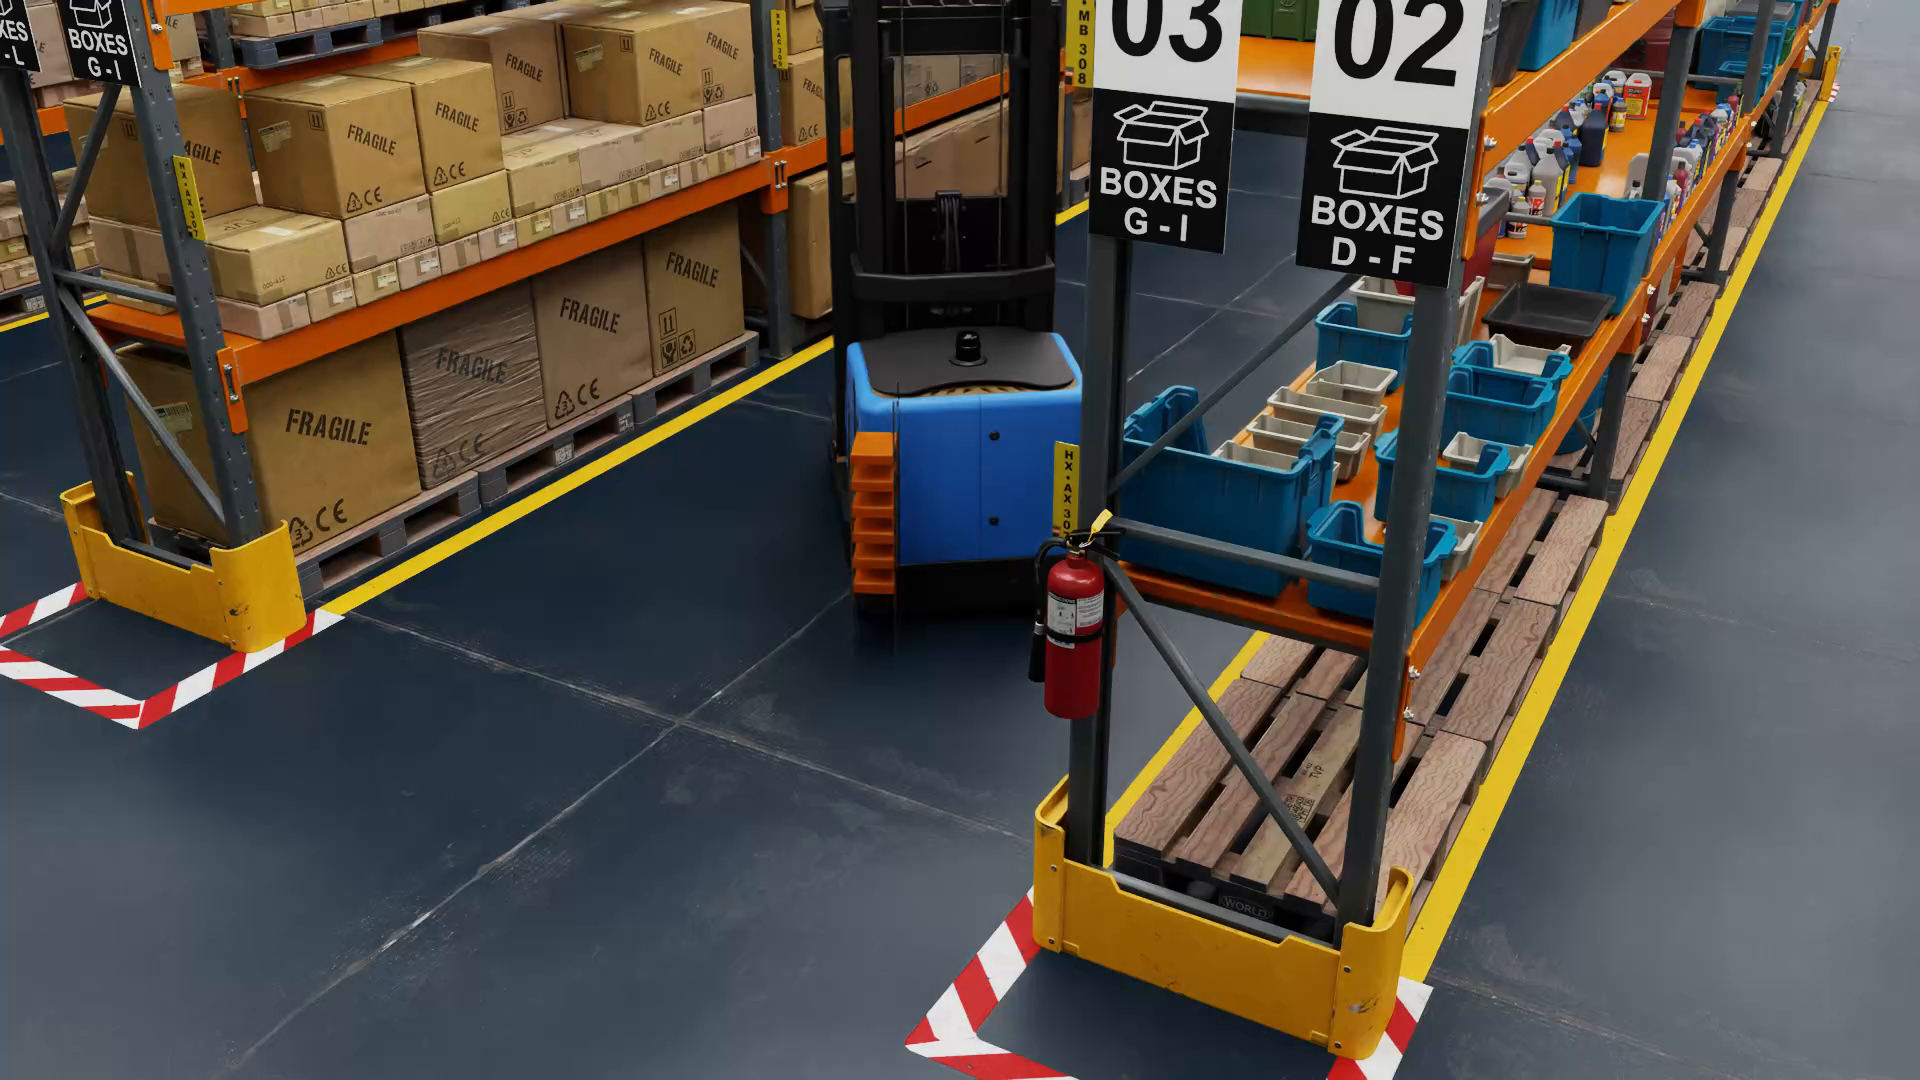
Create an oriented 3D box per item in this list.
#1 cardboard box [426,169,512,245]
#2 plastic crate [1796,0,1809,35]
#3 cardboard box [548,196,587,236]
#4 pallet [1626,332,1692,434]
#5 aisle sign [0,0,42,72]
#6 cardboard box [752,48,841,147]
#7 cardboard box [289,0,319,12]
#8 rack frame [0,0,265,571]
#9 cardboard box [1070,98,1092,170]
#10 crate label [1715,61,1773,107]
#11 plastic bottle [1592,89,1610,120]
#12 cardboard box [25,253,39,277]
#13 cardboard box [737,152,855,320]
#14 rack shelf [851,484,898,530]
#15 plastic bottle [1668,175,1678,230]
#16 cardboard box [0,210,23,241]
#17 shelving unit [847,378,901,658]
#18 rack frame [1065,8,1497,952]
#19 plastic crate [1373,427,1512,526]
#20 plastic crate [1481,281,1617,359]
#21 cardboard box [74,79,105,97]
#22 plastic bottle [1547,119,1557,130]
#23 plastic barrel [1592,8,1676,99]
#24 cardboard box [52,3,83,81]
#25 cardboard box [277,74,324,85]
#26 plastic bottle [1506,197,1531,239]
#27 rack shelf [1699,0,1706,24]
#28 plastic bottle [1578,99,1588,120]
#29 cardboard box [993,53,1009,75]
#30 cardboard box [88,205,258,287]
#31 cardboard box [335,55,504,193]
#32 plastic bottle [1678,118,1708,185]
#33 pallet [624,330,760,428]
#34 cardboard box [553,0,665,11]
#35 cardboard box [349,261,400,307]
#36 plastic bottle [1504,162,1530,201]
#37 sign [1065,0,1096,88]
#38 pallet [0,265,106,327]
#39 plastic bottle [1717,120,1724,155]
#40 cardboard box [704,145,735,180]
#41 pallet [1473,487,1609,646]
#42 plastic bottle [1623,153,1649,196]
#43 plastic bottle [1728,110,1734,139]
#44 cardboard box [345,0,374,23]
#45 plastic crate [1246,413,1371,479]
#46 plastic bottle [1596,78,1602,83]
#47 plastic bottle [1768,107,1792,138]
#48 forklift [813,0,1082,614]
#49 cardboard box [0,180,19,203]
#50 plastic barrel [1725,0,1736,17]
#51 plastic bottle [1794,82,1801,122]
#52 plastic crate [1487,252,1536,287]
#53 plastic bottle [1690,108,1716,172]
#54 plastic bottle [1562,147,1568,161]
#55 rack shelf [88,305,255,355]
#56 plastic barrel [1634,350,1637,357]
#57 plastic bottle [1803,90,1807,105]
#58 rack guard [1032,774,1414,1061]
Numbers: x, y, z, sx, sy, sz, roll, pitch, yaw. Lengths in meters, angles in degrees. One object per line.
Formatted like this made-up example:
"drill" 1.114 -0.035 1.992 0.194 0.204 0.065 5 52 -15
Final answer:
"cardboard box" -2.527 -1.633 7.996 0.500 0.250 0.500 13 29 24
"plastic crate" 6.745 -4.399 13.615 0.402 0.464 0.583 14 30 26
"cardboard box" -2.154 -1.696 8.567 0.380 0.149 0.250 15 30 27
"pallet" 3.796 -1.030 10.072 1.003 0.211 1.213 14 30 26
"aisle sign" -3.795 -2.241 6.471 0.394 0.787 0.004 14 30 26
"cardboard box" -1.087 -2.768 10.317 0.500 0.500 0.500 14 30 26
"cardboard box" -5.080 -4.093 12.554 0.380 0.149 0.250 14 30 25
"rack frame" -3.499 -1.040 6.977 1.000 3.000 0.127 14 30 26
"cardboard box" 0.749 -3.502 14.197 0.700 0.500 0.500 13 29 23
"crate label" 5.283 -3.074 11.227 0.303 0.233 0.416 14 30 26
"plastic bottle" 3.999 -2.679 10.395 0.097 0.271 0.097 0 27 0
"cardboard box" -6.392 -1.926 11.461 0.380 0.149 0.250 15 30 27
"cardboard box" -1.234 -2.091 10.980 1.225 0.875 0.875 14 30 26
"rack shelf" -0.358 -0.147 7.030 0.180 0.103 0.258 2 27 2
"plastic bottle" 3.602 -1.729 8.497 0.097 0.271 0.097 0 27 0
"cardboard box" -6.543 -2.116 11.178 0.380 0.149 0.250 14 30 26
"shelving unit" -0.359 -0.079 7.064 0.189 1.200 0.258 2 27 2
"rack frame" 0.813 0.051 4.798 1.000 3.000 0.127 14 30 26
"plastic crate" 1.545 -0.182 5.382 0.416 0.233 0.300 14 30 26
"plastic crate" 2.464 -0.917 6.971 0.437 0.125 0.590 14 30 26
"cardboard box" -6.138 -3.155 11.482 0.380 0.149 0.250 13 30 25
"plastic bottle" 3.376 -2.263 9.550 0.061 0.283 0.133 14 30 26
"plastic barrel" 4.713 -3.376 11.490 0.600 0.536 0.708 14 30 26
"cardboard box" -6.048 -3.456 11.358 0.500 0.500 0.500 13 30 25
"cardboard box" -5.389 -3.679 13.735 0.500 0.250 0.500 16 31 28
"plastic bottle" 2.811 -1.624 8.365 0.097 0.201 0.097 0 27 0
"rack shelf" 3.765 -3.307 8.959 1.077 0.370 4.000 14 30 26
"plastic bottle" 3.767 -2.551 10.139 0.097 0.271 0.097 0 27 0
"cardboard box" 0.159 -3.763 12.304 0.500 0.500 0.500 14 30 26
"cardboard box" -3.491 -1.353 7.438 0.500 0.250 0.500 14 30 25
"cardboard box" -2.532 -1.967 7.826 0.500 0.500 0.500 13 30 25
"plastic bottle" 4.088 -2.171 9.292 0.144 0.351 0.185 14 30 26
"pallet" -1.973 -1.073 10.158 1.003 0.211 1.213 14 30 26
"cardboard box" -1.989 -2.870 9.630 0.500 0.500 0.500 14 30 26
"cardboard box" -2.786 -1.194 7.564 0.380 0.149 0.250 13 30 25
"plastic bottle" 2.873 -1.820 8.673 0.152 0.276 0.135 14 30 26
"sign" 0.327 -1.359 4.379 0.100 0.325 0.005 14 30 26
"pallet" -6.698 -1.737 11.484 1.003 0.211 1.213 14 30 26
"plastic bottle" 4.496 -2.406 9.928 0.097 0.201 0.097 0 27 0
"cardboard box" -1.522 -2.195 9.565 0.380 0.149 0.250 15 30 27
"pallet" 2.453 0.034 7.947 1.003 0.211 1.213 14 30 26
"plastic bottle" 3.664 -1.944 8.921 0.152 0.276 0.135 14 30 26
"plastic bottle" 4.735 -2.596 10.307 0.097 0.201 0.097 0 27 0
"cardboard box" -4.823 -4.162 13.025 0.380 0.149 0.250 15 30 27
"plastic crate" 1.212 -0.326 5.777 0.396 0.136 0.243 14 30 26
"plastic bottle" 4.053 -2.800 10.622 0.061 0.283 0.133 14 30 26
"plastic bottle" 7.390 -3.765 14.971 0.152 0.276 0.135 15 30 28
"forklift" -0.118 -1.613 8.198 1.130 2.935 3.031 -4 27 -7
"cardboard box" -6.723 -2.429 11.803 0.380 0.149 0.250 15 30 27
"plastic barrel" 6.055 -4.362 13.462 0.433 0.535 0.433 0 27 0
"plastic bottle" 7.777 -4.101 15.559 0.144 0.351 0.185 14 30 26
"plastic crate" 2.428 -1.267 7.658 0.396 0.136 0.243 14 30 26
"plastic bottle" 4.245 -2.295 9.539 0.144 0.351 0.185 14 30 26
"plastic bottle" 3.239 -1.994 9.027 0.097 0.271 0.097 0 27 0
"rack shelf" -2.515 -1.585 8.651 0.919 0.124 3.809 14 30 26
"plastic barrel" 3.768 -1.268 9.743 0.421 0.512 0.421 0 27 0
"plastic bottle" 8.163 -4.318 16.160 0.097 0.201 0.097 0 27 0
"rack guard" 0.813 1.181 5.333 1.175 0.500 0.348 14 30 26
